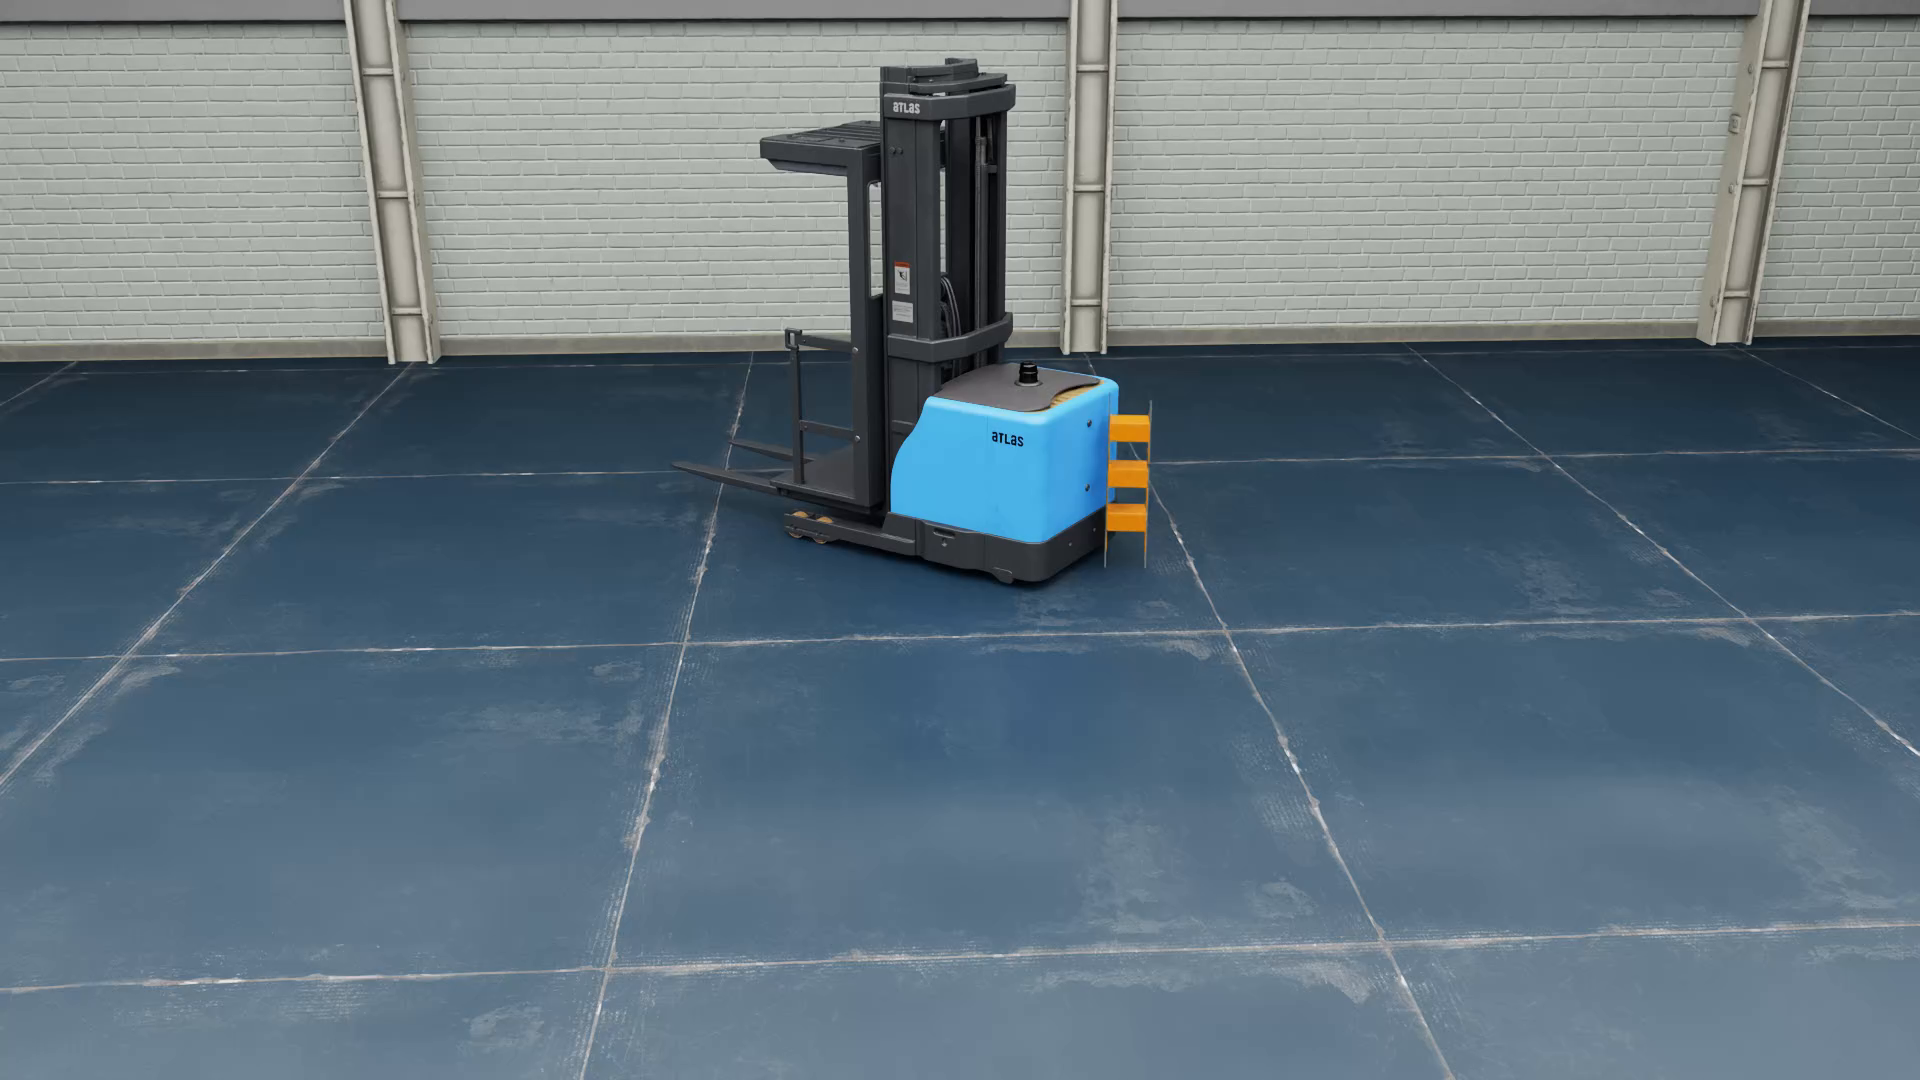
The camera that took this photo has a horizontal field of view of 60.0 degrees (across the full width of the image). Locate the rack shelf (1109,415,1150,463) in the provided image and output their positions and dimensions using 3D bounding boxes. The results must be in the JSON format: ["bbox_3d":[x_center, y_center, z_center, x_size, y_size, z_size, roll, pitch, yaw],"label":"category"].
[{"bbox_3d":[1.015,-0.616,9.985,0.240,0.259,0.215,1,19,4],"label":"rack shelf"}]

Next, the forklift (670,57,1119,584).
[{"bbox_3d":[-0.530,-1.491,10.417,3.031,2.935,1.130,13,24,30],"label":"forklift"}]

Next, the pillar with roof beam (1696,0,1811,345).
[{"bbox_3d":[7.359,-4.535,9.885,0.400,9.000,9.100,-1,21,-3],"label":"pillar with roof beam"}]

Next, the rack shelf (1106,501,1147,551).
[{"bbox_3d":[1.015,-0.084,10.165,0.240,0.259,0.215,1,19,4],"label":"rack shelf"}]

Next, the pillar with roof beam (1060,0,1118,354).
[{"bbox_3d":[1.369,-4.413,9.565,0.400,9.000,9.100,-1,21,-3],"label":"pillar with roof beam"}]

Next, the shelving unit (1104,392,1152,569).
[{"bbox_3d":[1.015,-0.358,10.073,0.252,1.050,0.215,1,19,4],"label":"shelving unit"}]

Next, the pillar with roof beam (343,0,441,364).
[{"bbox_3d":[-4.622,-4.291,9.245,0.400,9.000,9.100,-1,21,-3],"label":"pillar with roof beam"}]

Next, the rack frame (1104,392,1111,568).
[{"bbox_3d":[0.893,-0.361,10.082,0.008,1.050,0.200,1,19,4],"label":"rack frame"}]

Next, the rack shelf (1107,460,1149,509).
[{"bbox_3d":[1.015,-0.348,10.076,0.240,0.259,0.215,1,19,4],"label":"rack shelf"}]

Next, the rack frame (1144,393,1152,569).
[{"bbox_3d":[1.137,-0.355,10.064,0.008,1.050,0.200,1,19,4],"label":"rack frame"}]
